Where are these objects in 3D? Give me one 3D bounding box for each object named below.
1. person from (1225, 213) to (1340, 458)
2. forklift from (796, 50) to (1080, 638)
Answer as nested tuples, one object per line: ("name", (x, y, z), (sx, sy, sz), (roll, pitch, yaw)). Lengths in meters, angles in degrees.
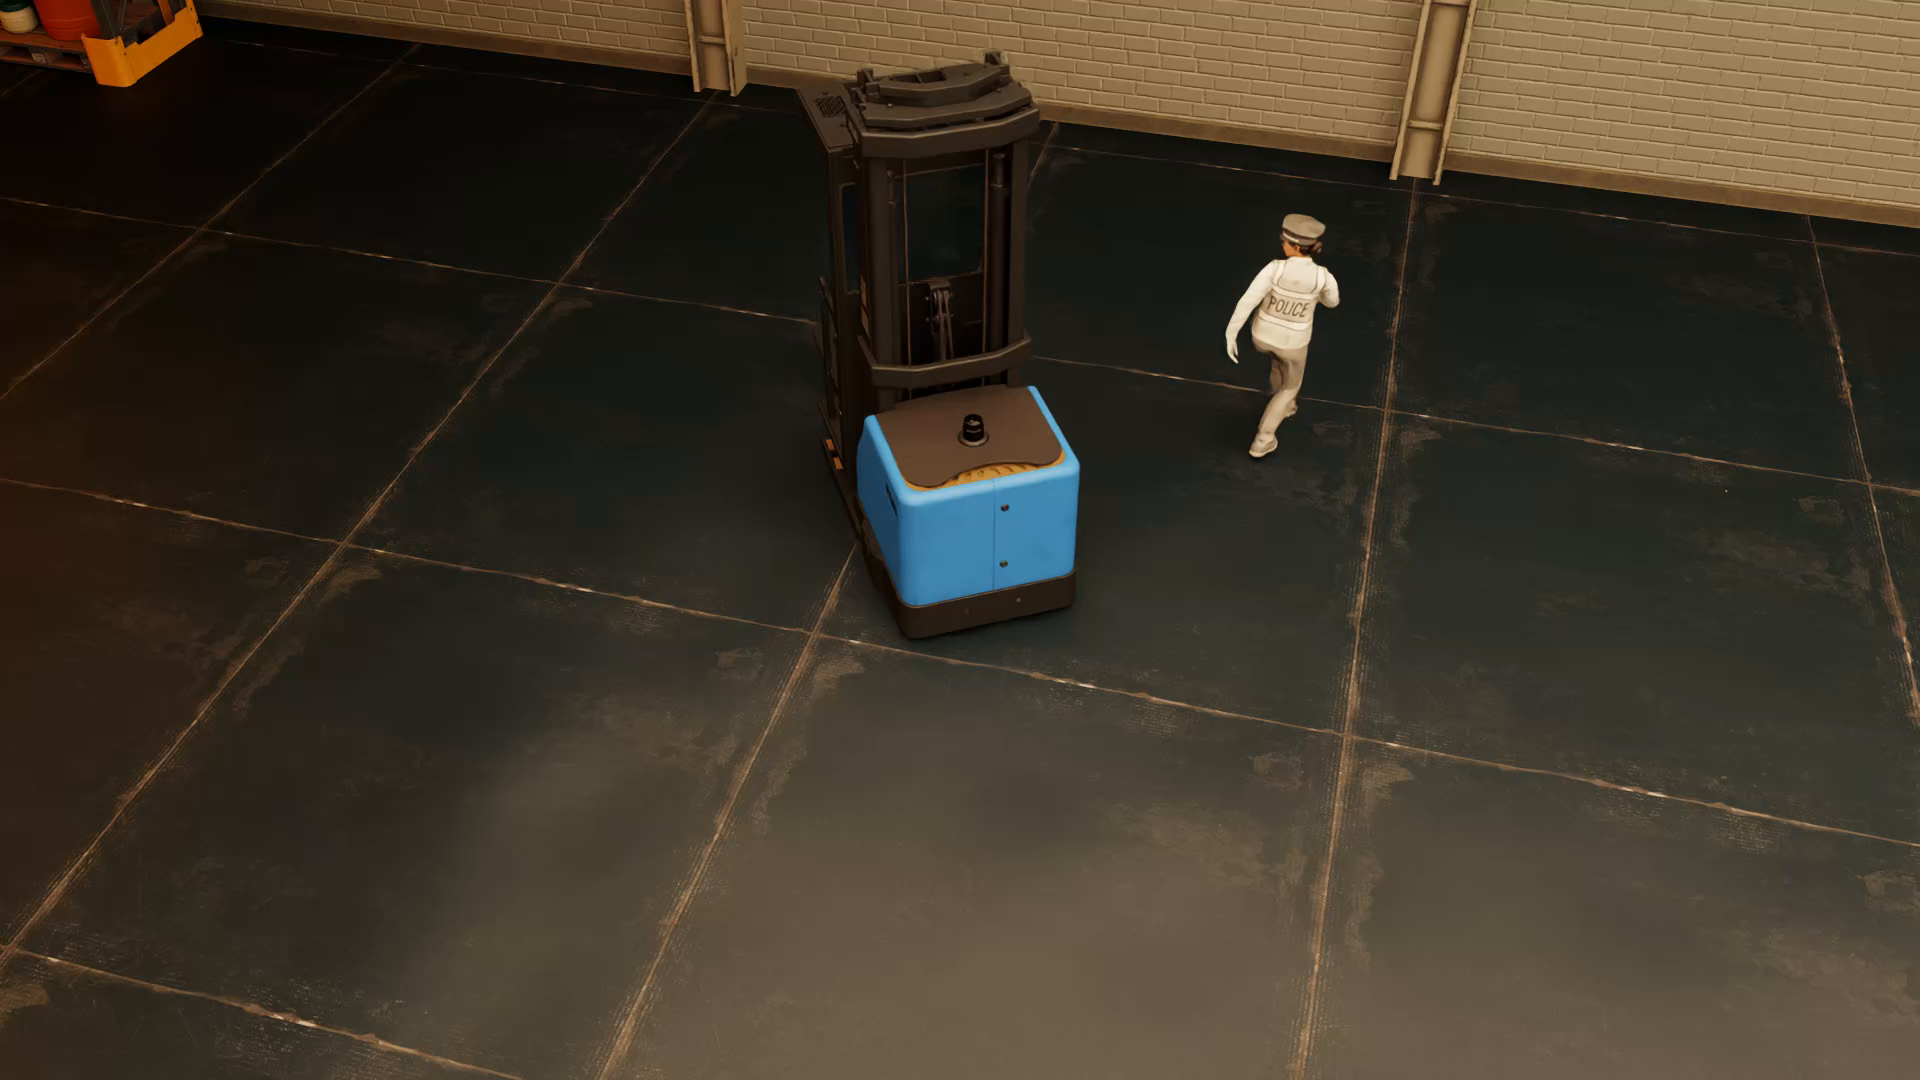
("person", (2.021, -1.266, 10.354), (0.527, 1.647, 0.849), (21, 46, 23))
("forklift", (-0.255, -1.533, 9.610), (1.130, 2.935, 3.031), (-11, 43, -13))
